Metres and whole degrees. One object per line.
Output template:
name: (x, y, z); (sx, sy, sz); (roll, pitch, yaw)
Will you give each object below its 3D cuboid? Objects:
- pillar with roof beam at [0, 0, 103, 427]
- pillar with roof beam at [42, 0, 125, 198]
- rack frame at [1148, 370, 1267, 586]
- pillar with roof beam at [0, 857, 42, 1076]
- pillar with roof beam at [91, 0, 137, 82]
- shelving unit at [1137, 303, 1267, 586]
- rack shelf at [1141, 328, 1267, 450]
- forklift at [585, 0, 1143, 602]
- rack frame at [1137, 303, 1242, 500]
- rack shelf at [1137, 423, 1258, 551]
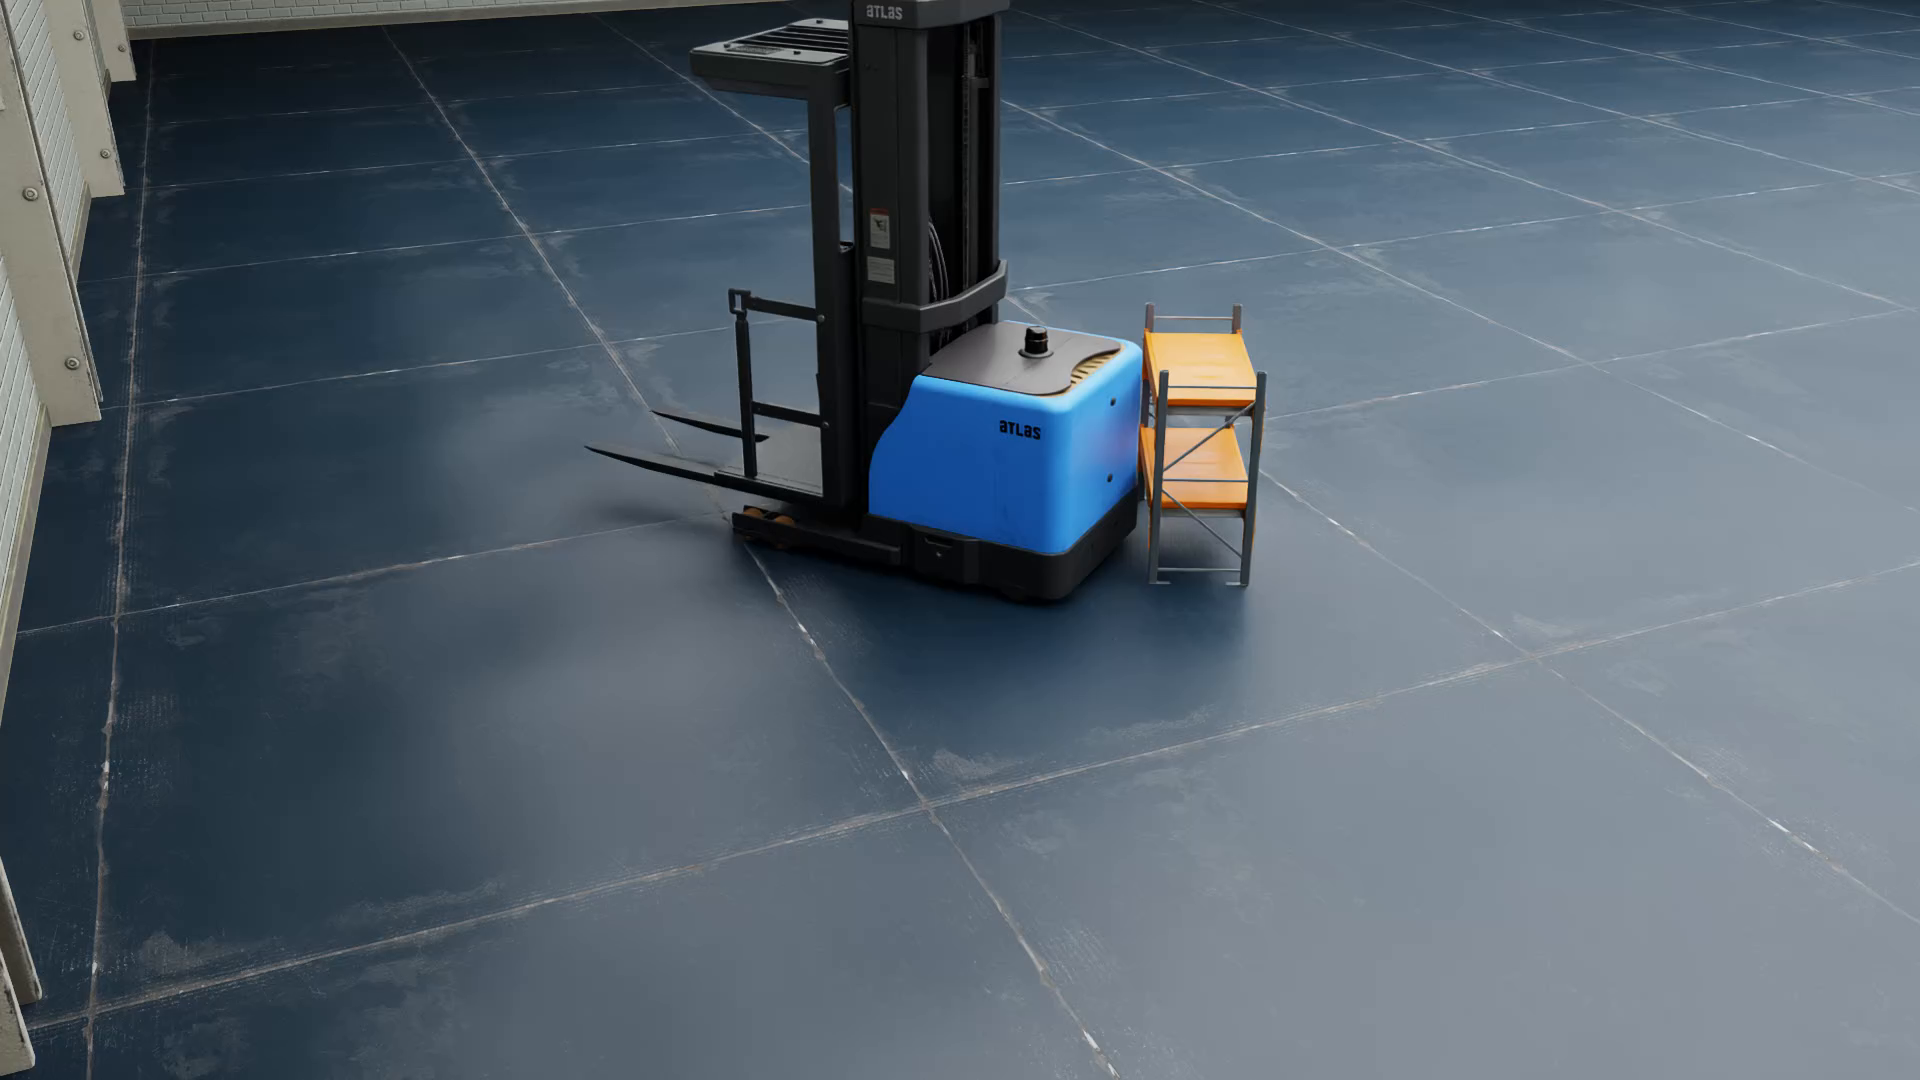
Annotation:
pillar with roof beam: (-1.563, -5.577, 9.916); (9.100, 9.000, 0.400); (-11, 28, -21)
pillar with roof beam: (-3.913, -7.999, 14.877); (9.100, 9.000, 0.400); (-11, 28, -21)
rack frame: (1.189, -0.285, 8.053); (0.500, 1.125, 0.032); (1, 26, 2)
pillar with roof beam: (0.787, -3.155, 4.955); (9.100, 9.000, 0.400); (-11, 28, -21)
pillar with roof beam: (-6.262, -10.422, 19.838); (9.100, 9.000, 0.400); (-11, 28, -21)
shelving unit: (1.208, -0.508, 8.509); (0.538, 1.125, 1.048); (1, 26, 2)
rack shelf: (1.208, -0.771, 8.381); (0.538, 0.278, 1.000); (1, 26, 2)
forklift: (-0.616, -1.463, 8.406); (3.031, 2.935, 1.130); (13, 29, 25)
rack frame: (1.228, -0.731, 8.965); (0.500, 1.125, 0.032); (1, 26, 2)
rack shelf: (1.208, -0.289, 8.616); (0.538, 0.278, 1.000); (1, 26, 2)
